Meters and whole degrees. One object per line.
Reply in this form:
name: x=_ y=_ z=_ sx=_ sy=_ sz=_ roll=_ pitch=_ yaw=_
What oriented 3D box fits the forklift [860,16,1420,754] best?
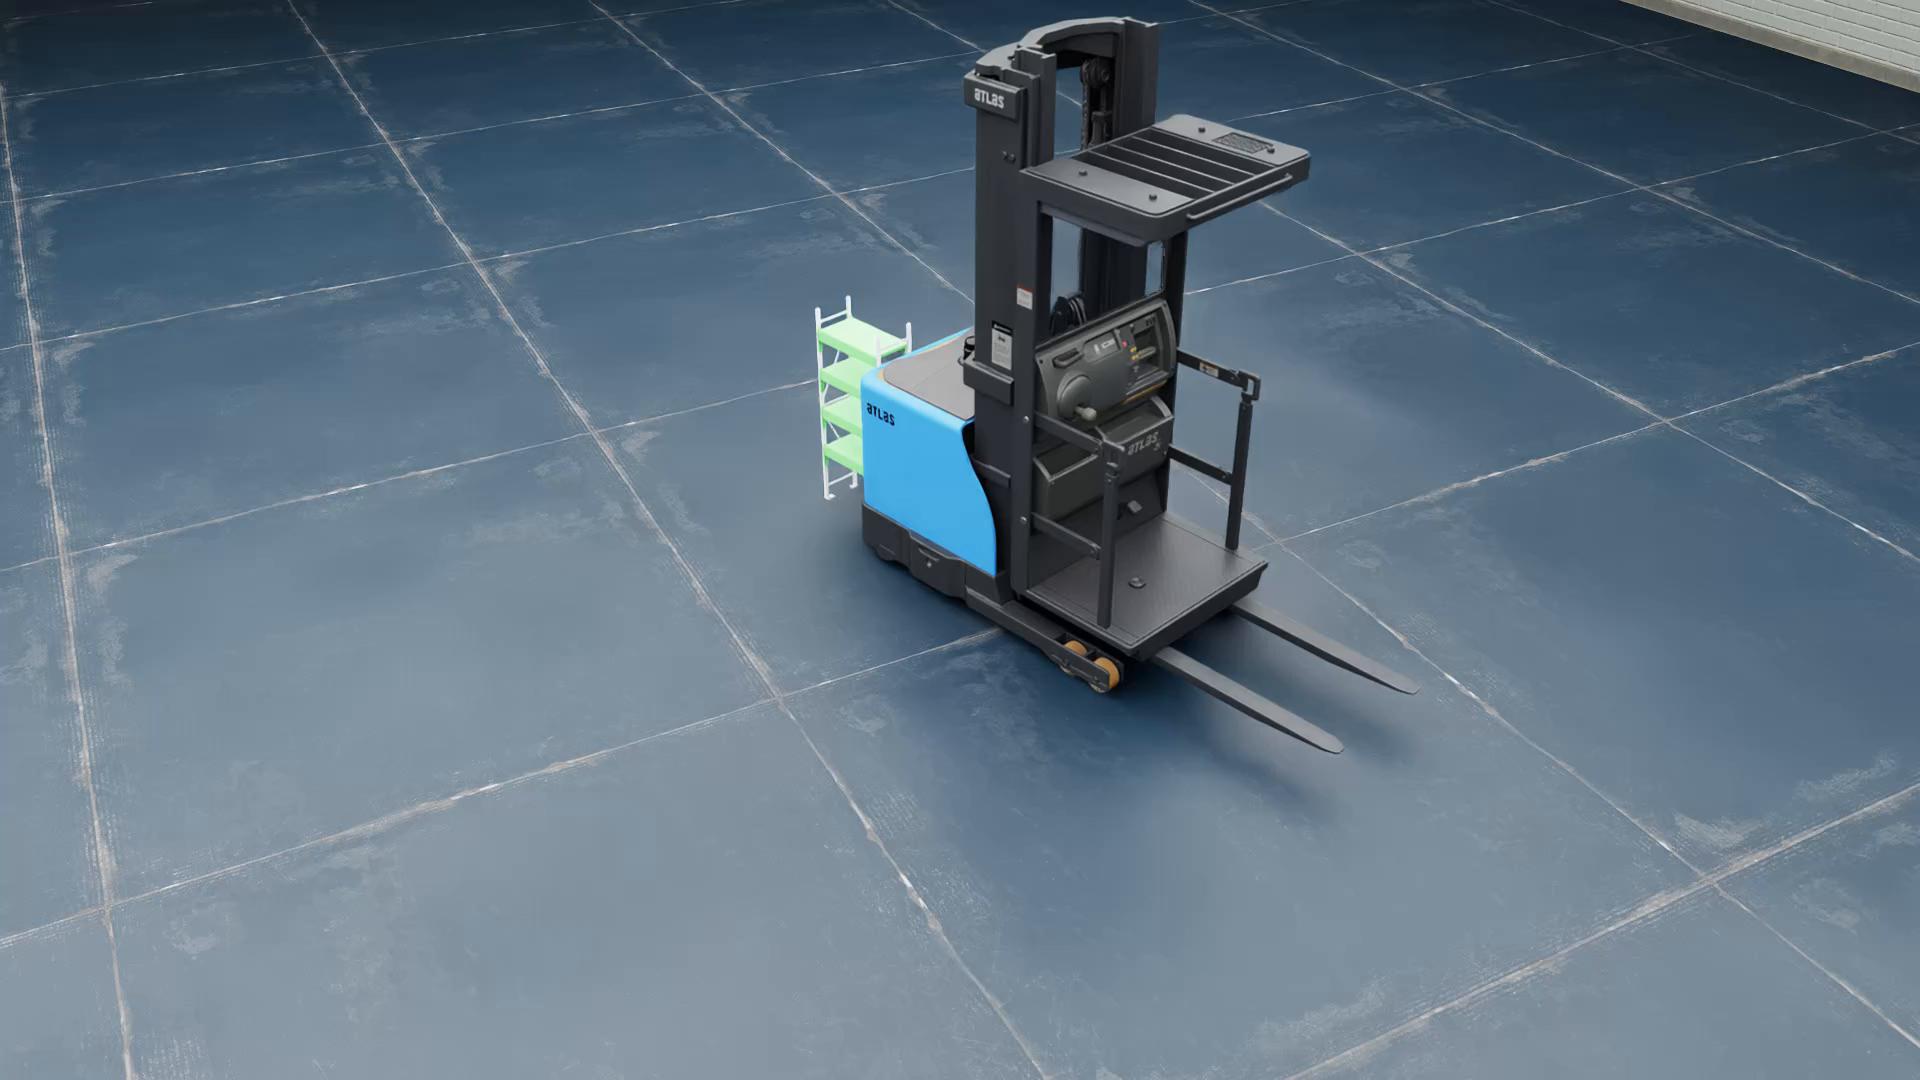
forklift: x=0.855 y=-0.807 z=7.812 sx=1.130 sy=2.935 sz=3.031 roll=-28 pitch=42 yaw=-36

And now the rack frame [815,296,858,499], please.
rack frame: x=-0.693 y=-0.789 z=9.388 sx=0.240 sy=1.200 sz=0.015 roll=-28 pitch=42 yaw=-36

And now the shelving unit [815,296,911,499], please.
shelving unit: x=-0.522 y=-0.695 z=9.241 sx=0.258 sy=1.200 sz=0.503 roll=-28 pitch=42 yaw=-36

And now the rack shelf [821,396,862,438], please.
rack shelf: x=-0.522 y=-0.641 z=9.275 sx=0.258 sy=0.148 sz=0.480 roll=-28 pitch=42 yaw=-36

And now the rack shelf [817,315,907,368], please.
rack shelf: x=-0.522 y=-1.045 z=9.017 sx=0.258 sy=0.148 sz=0.480 roll=-28 pitch=42 yaw=-36

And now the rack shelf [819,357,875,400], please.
rack shelf: x=-0.522 y=-0.843 z=9.146 sx=0.258 sy=0.148 sz=0.480 roll=-28 pitch=42 yaw=-36

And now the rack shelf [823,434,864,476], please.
rack shelf: x=-0.522 y=-0.439 z=9.405 sx=0.258 sy=0.148 sz=0.480 roll=-28 pitch=42 yaw=-36

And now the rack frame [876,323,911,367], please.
rack frame: x=-0.352 y=-0.601 z=9.094 sx=0.240 sy=1.200 sz=0.015 roll=-28 pitch=42 yaw=-36
